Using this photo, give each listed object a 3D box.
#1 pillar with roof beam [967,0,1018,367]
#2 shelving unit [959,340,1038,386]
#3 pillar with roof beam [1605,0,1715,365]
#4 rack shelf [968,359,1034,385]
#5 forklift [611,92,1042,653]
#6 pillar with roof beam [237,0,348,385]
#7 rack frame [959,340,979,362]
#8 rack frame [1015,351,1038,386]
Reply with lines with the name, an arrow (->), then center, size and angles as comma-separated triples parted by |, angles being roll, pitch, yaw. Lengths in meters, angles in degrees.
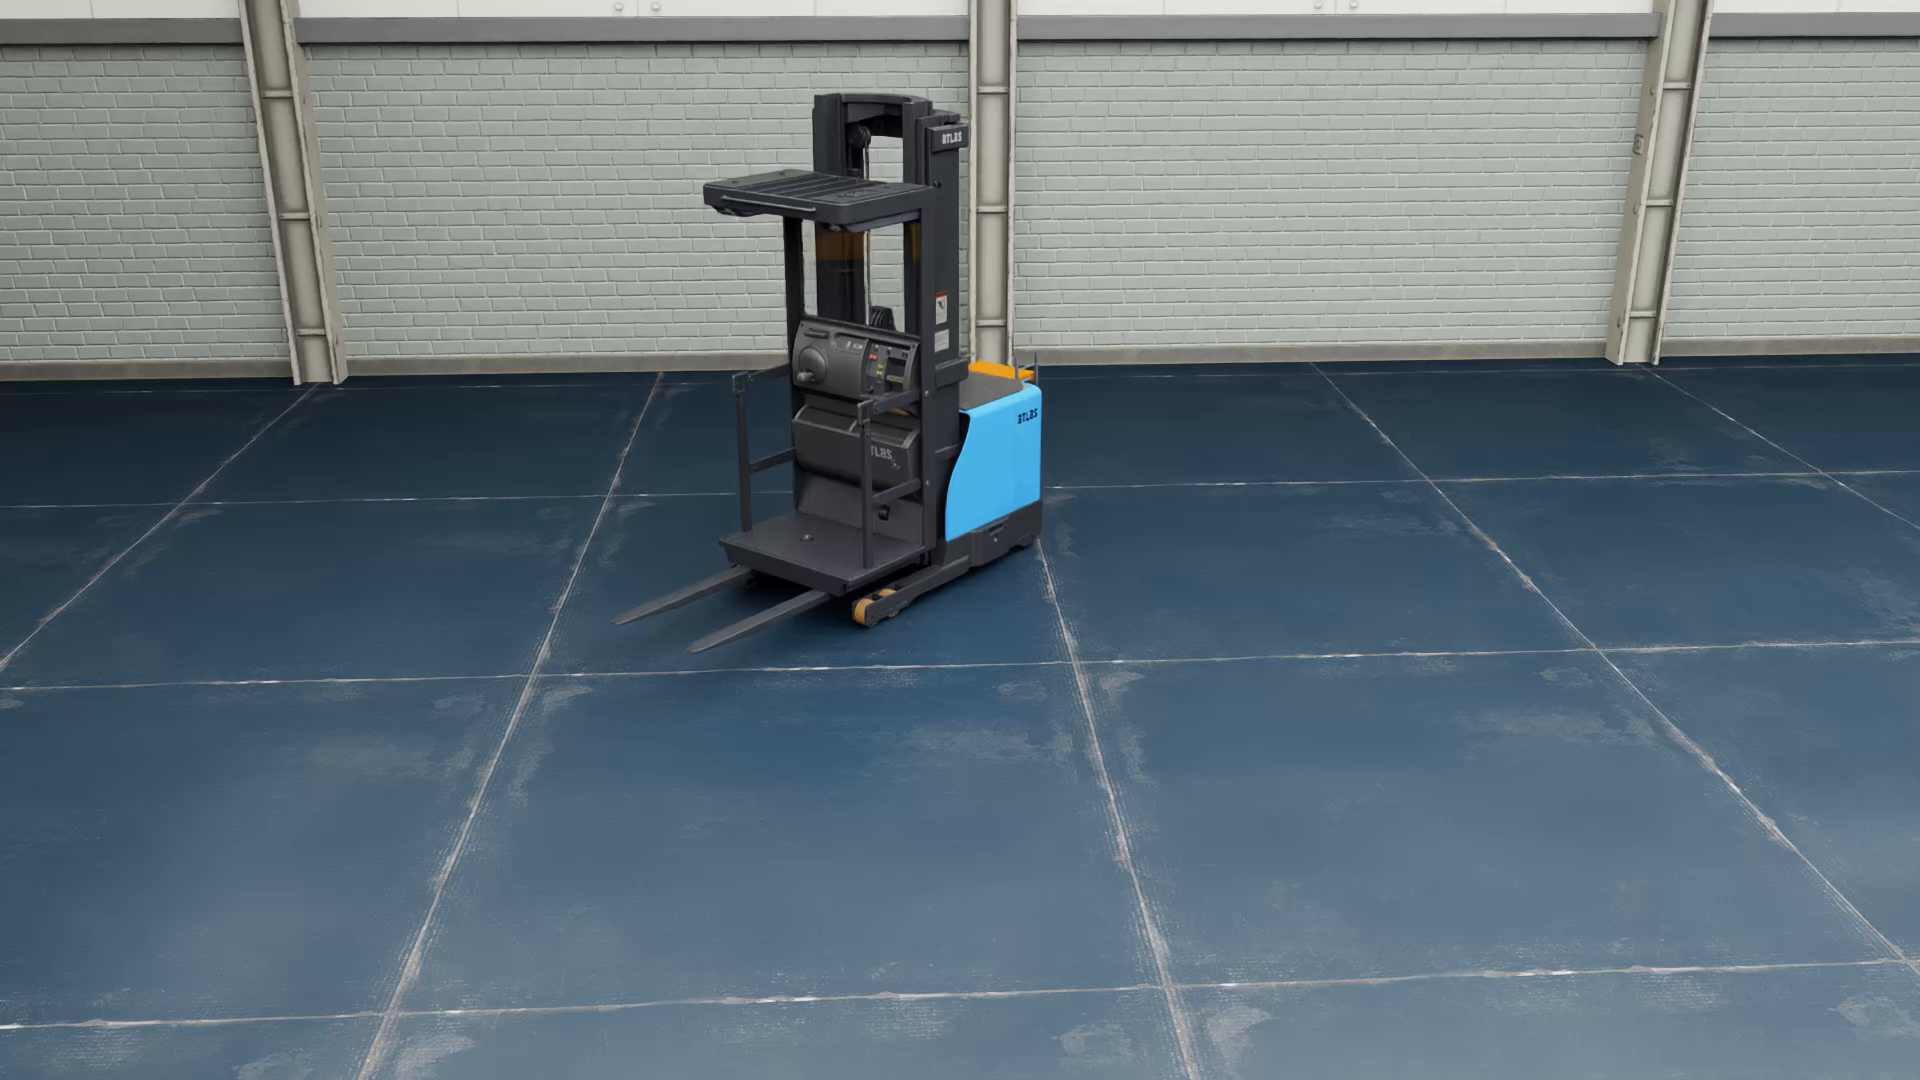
pillar with roof beam -> 0.520, -4.233, 9.592 | 0.400, 9.000, 9.100 | -1, 21, -3
shelving unit -> 0.247, -0.716, 11.315 | 0.503, 1.200, 0.258 | 15, 26, 35
pillar with roof beam -> 6.511, -4.355, 9.912 | 0.400, 9.000, 9.100 | -1, 21, -3
rack shelf -> 0.247, -1.083, 11.175 | 0.480, 0.148, 0.258 | 15, 26, 35
forklift -> -0.761, -1.056, 9.776 | 1.130, 2.935, 3.031 | 16, 26, 35
pillar with roof beam -> -5.470, -4.111, 9.272 | 0.400, 9.000, 9.100 | -1, 21, -3
rack frame -> 0.053, -0.769, 11.454 | 0.015, 1.200, 0.240 | 15, 26, 35
rack frame -> 0.440, -0.663, 11.176 | 0.015, 1.200, 0.240 | 15, 26, 35
